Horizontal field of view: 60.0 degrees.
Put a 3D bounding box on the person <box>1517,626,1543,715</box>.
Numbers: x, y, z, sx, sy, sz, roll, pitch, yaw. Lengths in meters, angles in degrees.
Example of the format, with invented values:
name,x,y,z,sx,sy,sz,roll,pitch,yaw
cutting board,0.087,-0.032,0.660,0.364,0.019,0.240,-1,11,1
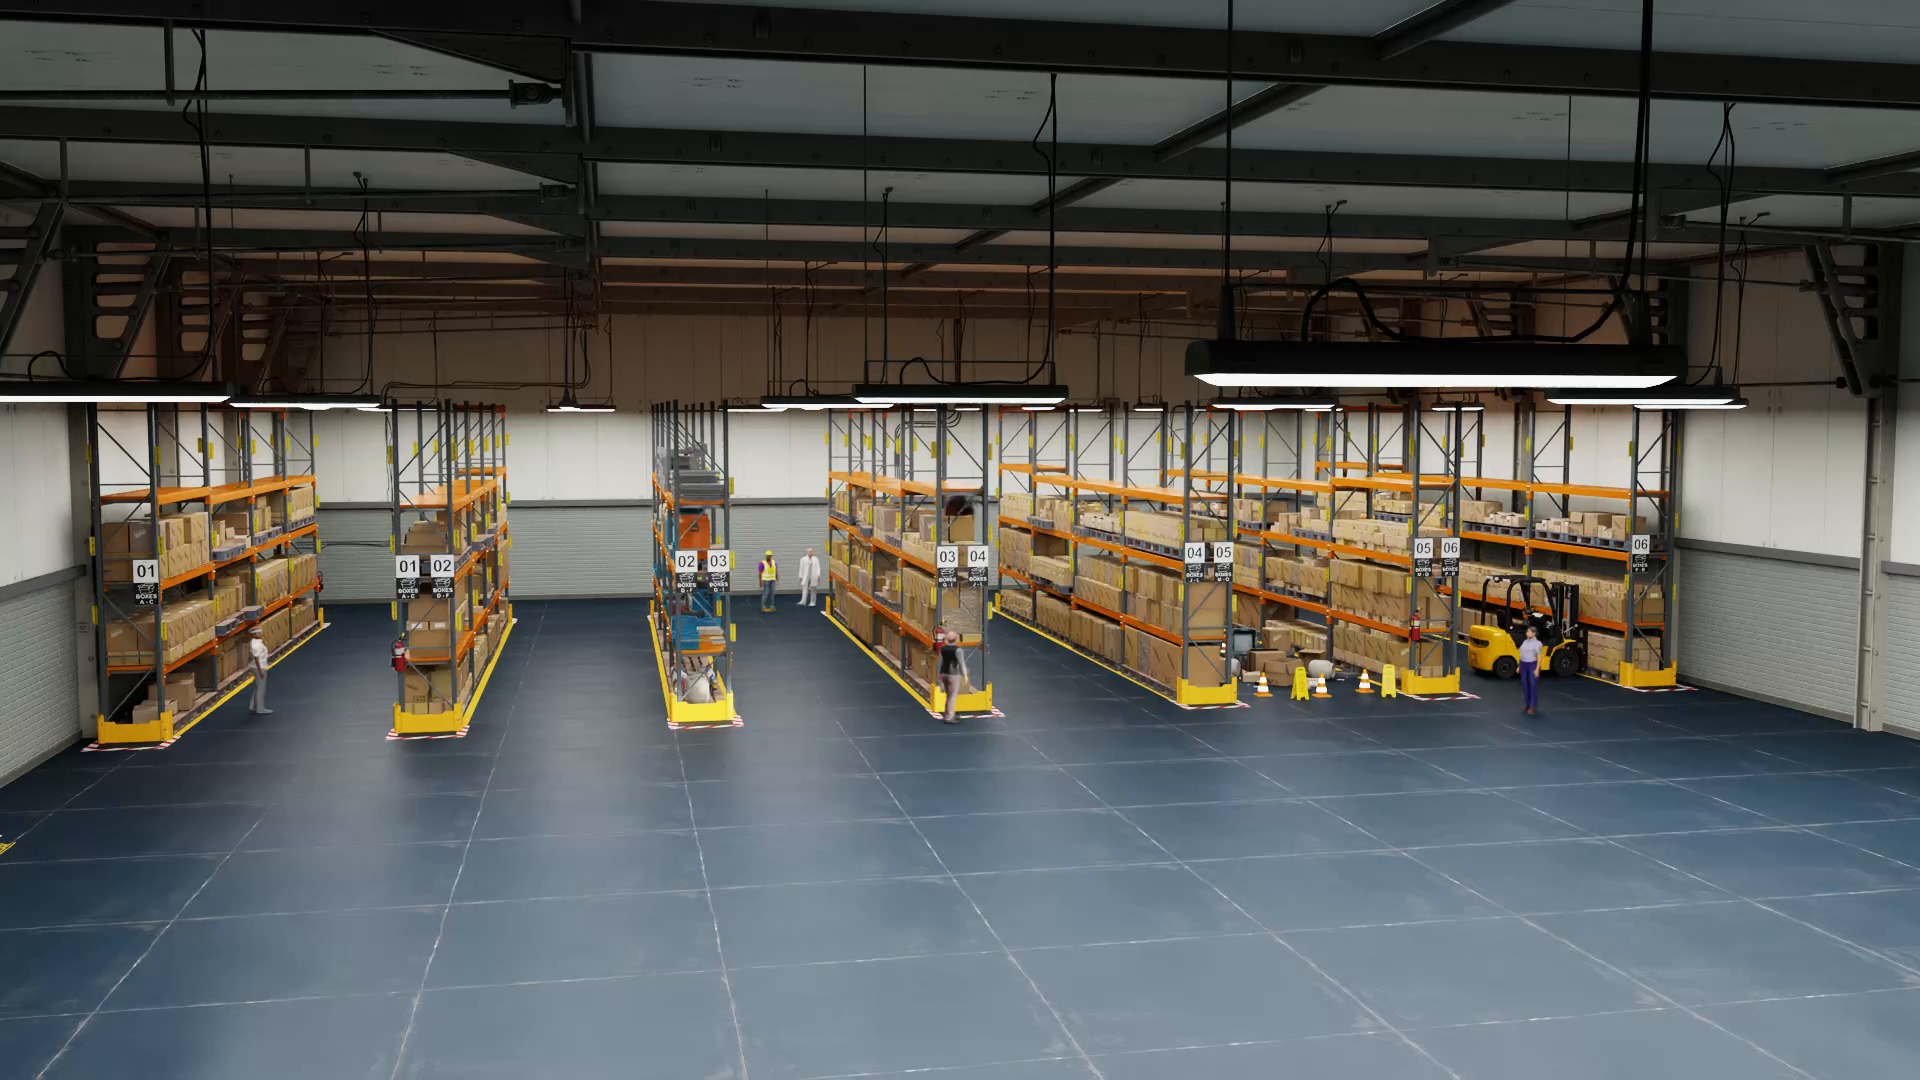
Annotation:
name,x,y,z,sx,sy,sz,roll,pitch,yaw
person,10.953,2.496,31.997,0.506,1.667,0.493,-4,6,-42

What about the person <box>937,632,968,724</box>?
name,x,y,z,sx,sy,sz,roll,pitch,yaw
person,-0.091,2.540,30.970,0.571,1.710,0.578,-4,6,-40

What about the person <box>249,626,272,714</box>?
name,x,y,z,sx,sy,sz,roll,pitch,yaw
person,-13.405,2.481,31.848,0.390,1.707,0.504,-3,5,-33

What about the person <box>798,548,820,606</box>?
name,x,y,z,sx,sy,sz,roll,pitch,yaw
person,-4.475,1.124,49.280,0.652,1.746,0.992,0,4,4

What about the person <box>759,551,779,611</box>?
name,x,y,z,sx,sy,sz,roll,pitch,yaw
person,-5.560,1.218,48.415,0.400,1.825,0.571,4,6,41
